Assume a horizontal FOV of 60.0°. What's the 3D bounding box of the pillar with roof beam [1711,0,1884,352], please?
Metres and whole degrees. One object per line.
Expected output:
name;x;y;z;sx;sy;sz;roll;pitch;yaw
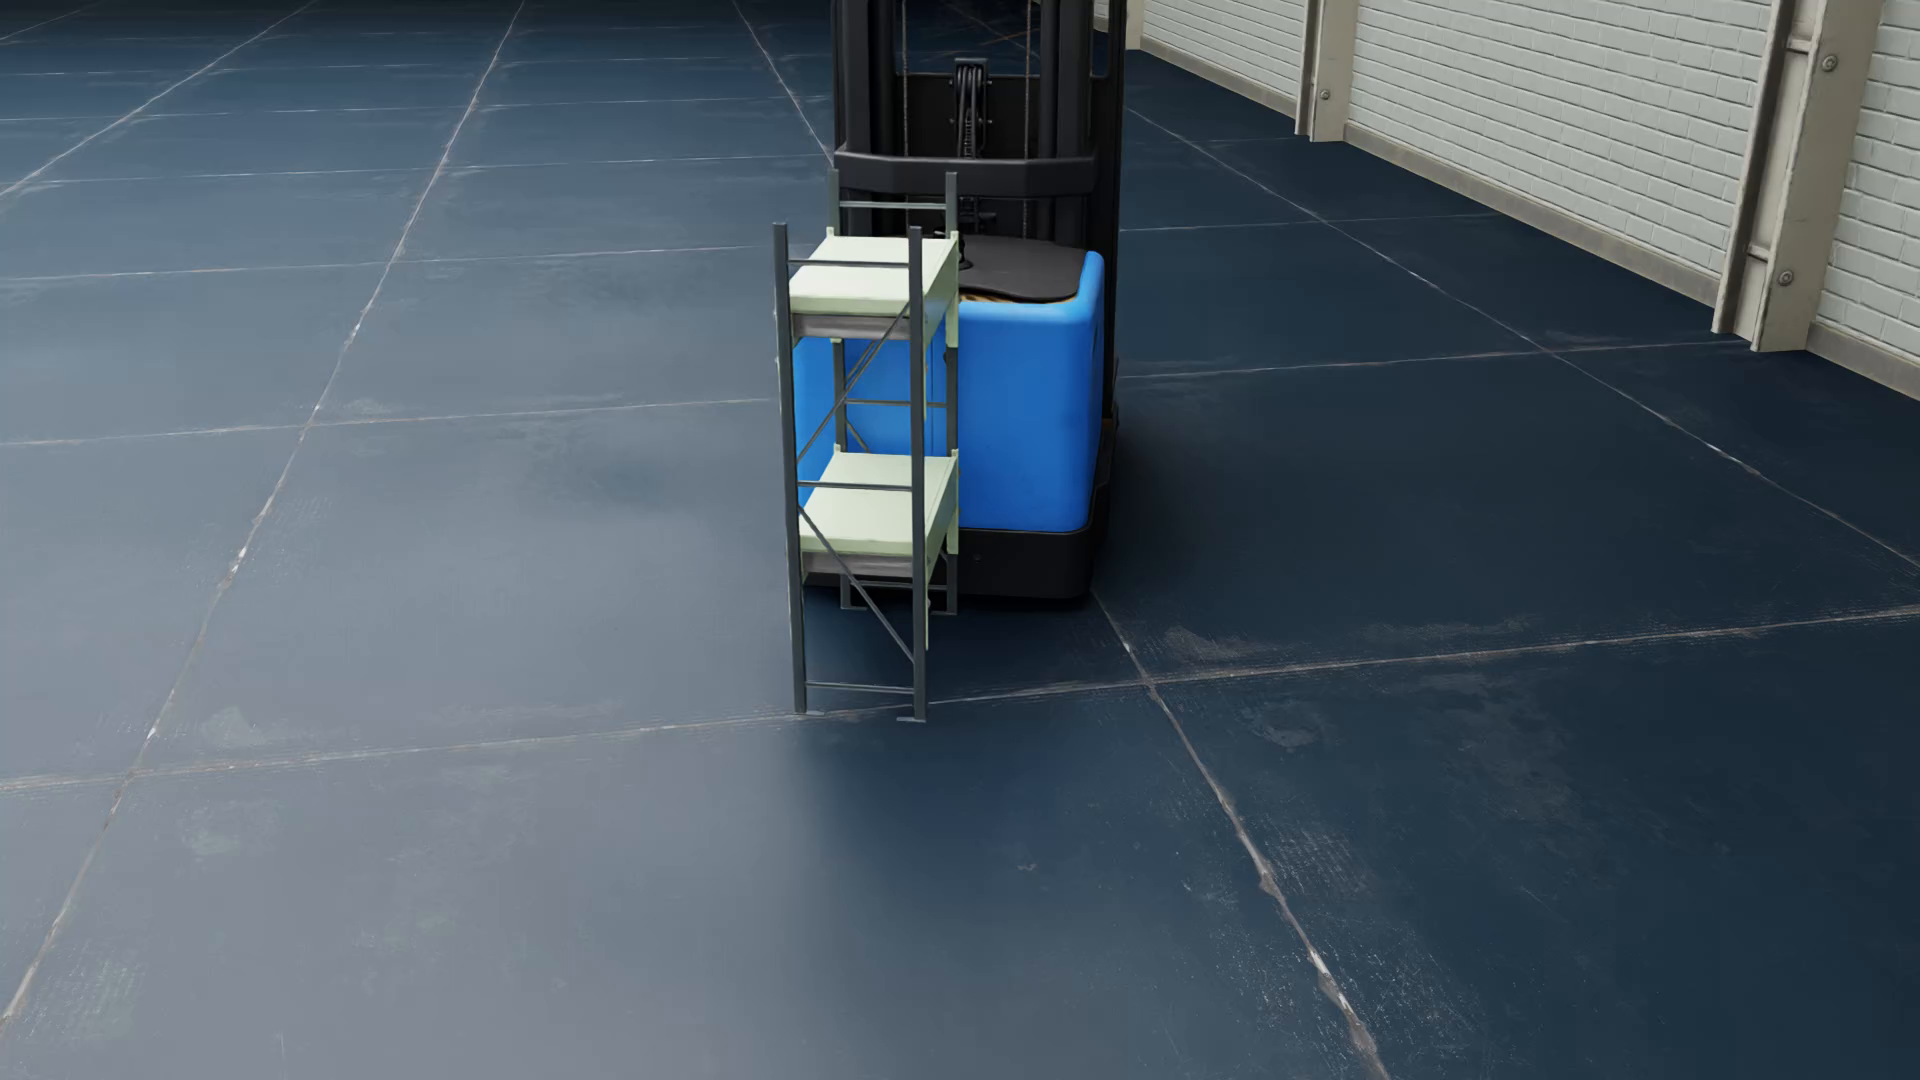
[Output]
pillar with roof beam;-0.079;-4.846;6.102;9.100;9.000;0.400;-4;24;-10

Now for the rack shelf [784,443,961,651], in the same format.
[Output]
rack shelf;-0.254;0.004;5.181;0.431;0.370;0.720;3;24;7

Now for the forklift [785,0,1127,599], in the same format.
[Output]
forklift;0.100;-1.700;6.481;1.130;2.935;3.031;3;24;7

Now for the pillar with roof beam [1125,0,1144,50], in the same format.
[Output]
pillar with roof beam;-2.298;-9.566;16.910;9.100;9.000;0.400;-4;24;-10

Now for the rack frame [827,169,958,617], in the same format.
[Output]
rack frame;-0.208;-0.440;5.383;0.400;1.500;0.023;3;24;7

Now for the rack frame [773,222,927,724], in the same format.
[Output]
rack frame;-0.300;-0.149;4.718;0.400;1.500;0.023;3;24;7

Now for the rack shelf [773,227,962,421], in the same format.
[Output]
rack shelf;-0.254;-0.652;4.894;0.431;0.370;0.720;3;24;7

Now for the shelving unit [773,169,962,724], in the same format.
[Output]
shelving unit;-0.254;-0.294;5.050;0.431;1.500;0.755;3;24;7

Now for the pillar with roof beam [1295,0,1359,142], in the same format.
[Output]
pillar with roof beam;-1.188;-7.206;11.506;9.100;9.000;0.400;-4;24;-10
